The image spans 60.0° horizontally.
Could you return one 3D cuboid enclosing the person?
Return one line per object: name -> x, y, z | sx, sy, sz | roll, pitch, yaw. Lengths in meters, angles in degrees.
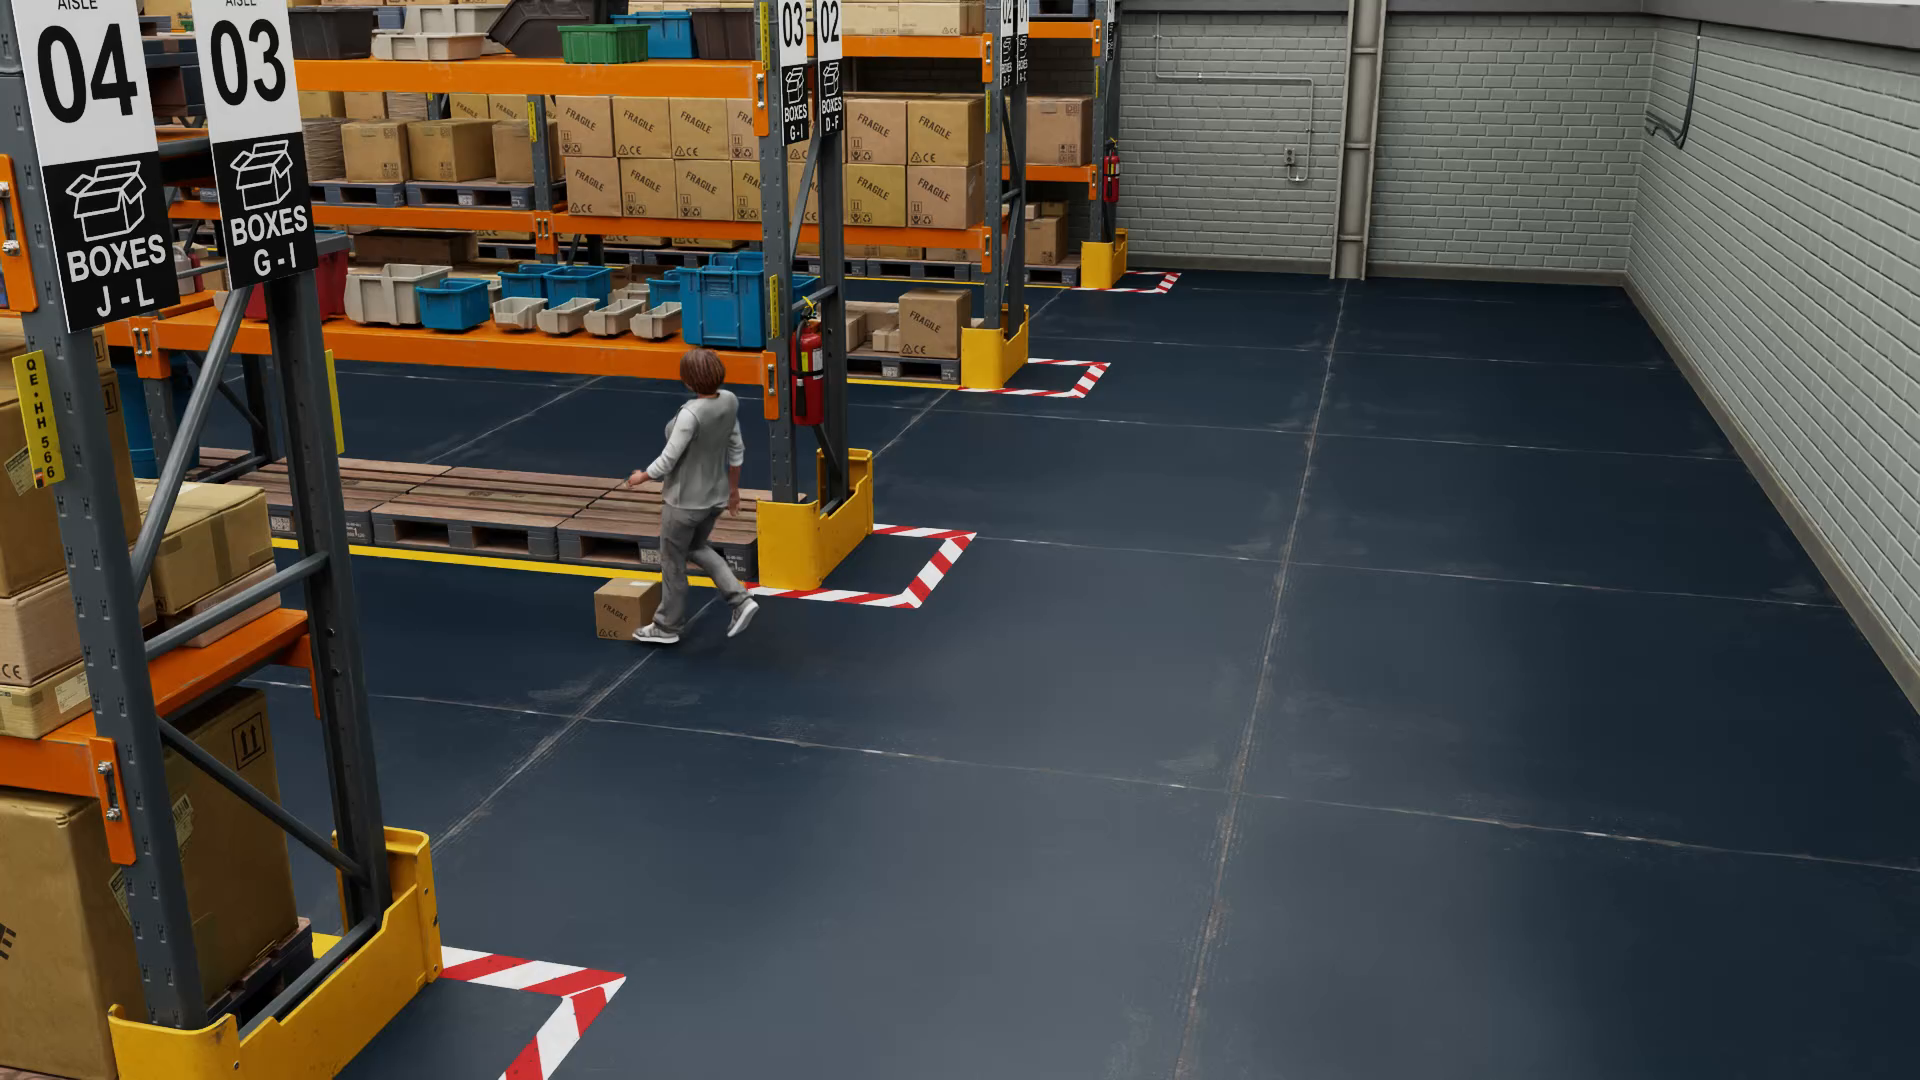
person -> -1.347, -0.205, 8.212 | 0.700, 1.555, 0.478 | 10, 21, 28
